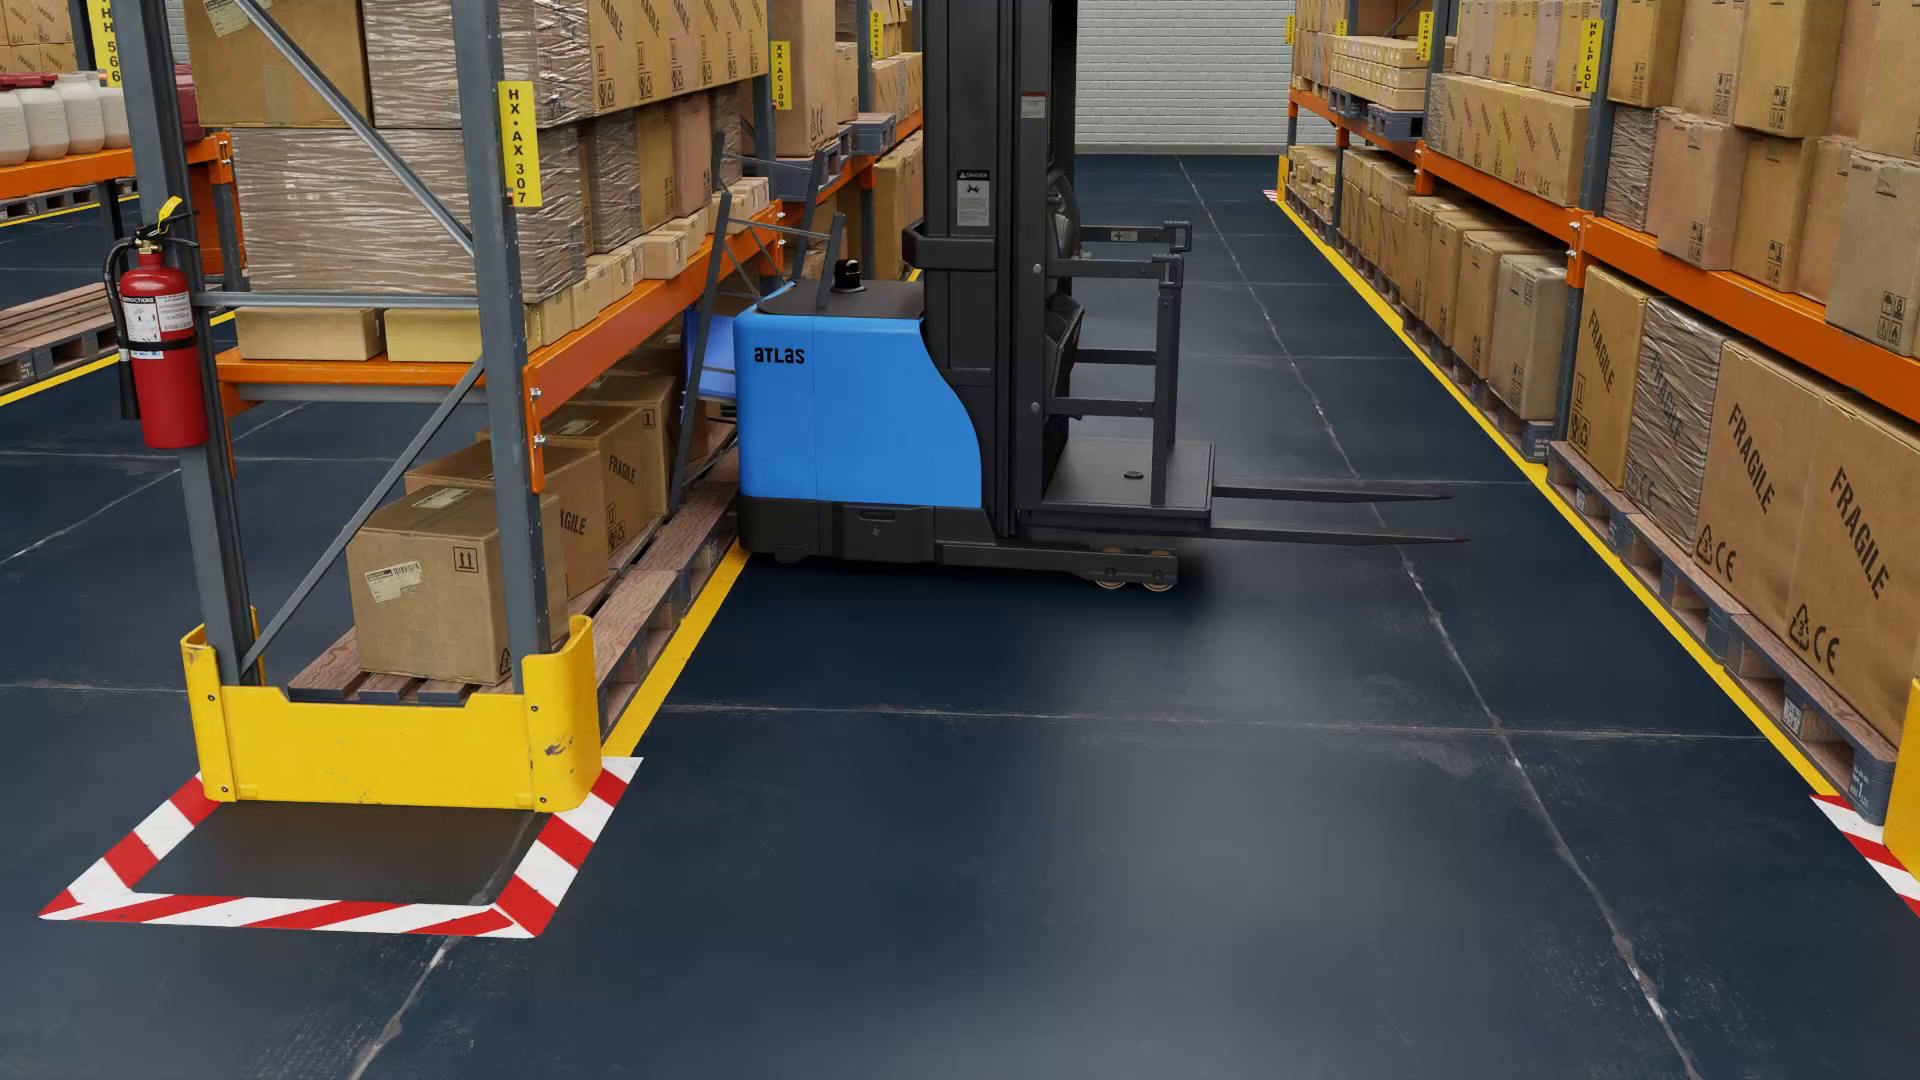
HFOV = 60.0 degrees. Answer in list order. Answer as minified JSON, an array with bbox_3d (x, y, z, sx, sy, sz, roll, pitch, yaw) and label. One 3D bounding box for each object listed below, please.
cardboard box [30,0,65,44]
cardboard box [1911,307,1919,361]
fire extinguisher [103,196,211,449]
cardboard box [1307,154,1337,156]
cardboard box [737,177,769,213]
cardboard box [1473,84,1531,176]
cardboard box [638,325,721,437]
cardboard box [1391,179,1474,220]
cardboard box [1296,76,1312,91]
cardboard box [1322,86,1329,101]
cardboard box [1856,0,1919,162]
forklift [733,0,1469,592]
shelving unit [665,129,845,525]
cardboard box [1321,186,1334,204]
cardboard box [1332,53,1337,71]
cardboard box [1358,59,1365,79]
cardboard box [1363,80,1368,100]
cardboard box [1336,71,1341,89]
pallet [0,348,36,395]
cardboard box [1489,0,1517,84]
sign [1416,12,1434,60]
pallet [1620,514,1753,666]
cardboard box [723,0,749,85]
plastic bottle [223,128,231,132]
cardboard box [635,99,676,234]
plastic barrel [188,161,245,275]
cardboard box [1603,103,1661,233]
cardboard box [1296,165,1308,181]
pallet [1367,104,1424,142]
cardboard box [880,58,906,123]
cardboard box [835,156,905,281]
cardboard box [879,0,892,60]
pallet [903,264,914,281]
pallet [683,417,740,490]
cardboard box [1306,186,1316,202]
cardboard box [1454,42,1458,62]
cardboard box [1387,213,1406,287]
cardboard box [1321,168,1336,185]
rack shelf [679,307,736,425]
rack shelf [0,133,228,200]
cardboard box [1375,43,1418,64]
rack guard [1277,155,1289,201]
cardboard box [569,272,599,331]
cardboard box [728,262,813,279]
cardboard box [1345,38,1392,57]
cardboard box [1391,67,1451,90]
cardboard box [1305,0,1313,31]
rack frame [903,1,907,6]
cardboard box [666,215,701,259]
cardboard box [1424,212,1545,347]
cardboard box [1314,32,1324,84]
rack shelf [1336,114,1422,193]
[{"bbox_3d":[-10.314,-5.749,18.383,0.500,0.500,0.500,2,18,6],"label":"cardboard box"},{"bbox_3d":[3.203,-0.702,4.506,0.875,0.550,0.550,1,18,4],"label":"cardboard box"},{"bbox_3d":[-2.186,-0.594,4.544,0.296,0.674,0.183,1,18,4],"label":"fire extinguisher"},{"bbox_3d":[3.982,-4.127,18.150,0.380,0.149,0.250,2,18,6],"label":"cardboard box"},{"bbox_3d":[-1.154,-1.706,8.215,0.380,0.149,0.250,1,18,4],"label":"cardboard box"},{"bbox_3d":[3.386,-2.444,9.903,0.500,0.500,0.500,1,18,3],"label":"cardboard box"},{"bbox_3d":[-1.500,-0.787,8.347,0.500,0.500,0.500,1,18,2],"label":"cardboard box"},{"bbox_3d":[3.583,-2.585,12.631,0.500,0.250,0.500,1,18,3],"label":"cardboard box"},{"bbox_3d":[3.969,-5.108,18.599,0.380,0.149,0.250,1,18,2],"label":"cardboard box"},{"bbox_3d":[3.890,-4.544,16.878,0.380,0.149,0.250,1,18,2],"label":"cardboard box"},{"bbox_3d":[3.234,-1.386,4.860,0.875,0.550,0.550,1,18,4],"label":"cardboard box"},{"bbox_3d":[0.617,-1.361,6.870,3.031,2.935,1.130,3,18,9],"label":"forklift"},{"bbox_3d":[-0.951,-0.920,7.417,0.538,1.500,1.048,8,26,-14],"label":"shelving unit"},{"bbox_3d":[3.794,-3.417,16.459,0.380,0.149,0.250,0,18,1],"label":"cardboard box"},{"bbox_3d":[3.595,-4.351,15.134,0.380,0.149,0.250,2,18,5],"label":"cardboard box"},{"bbox_3d":[3.485,-3.865,13.652,0.380,0.149,0.250,1,18,3],"label":"cardboard box"},{"bbox_3d":[3.469,-3.641,13.446,0.380,0.149,0.250,2,18,6],"label":"cardboard box"},{"bbox_3d":[3.581,-4.123,14.918,0.380,0.149,0.250,2,18,5],"label":"cardboard box"},{"bbox_3d":[-6.354,-0.929,9.919,1.003,0.211,1.213,1,18,4],"label":"pallet"},{"bbox_3d":[3.684,-3.066,10.196,0.700,0.500,0.500,1,18,3],"label":"cardboard box"},{"bbox_3d":[3.253,-3.521,11.618,0.100,0.325,0.005,1,18,4],"label":"sign"},{"bbox_3d":[3.291,0.183,6.526,1.003,0.211,1.213,1,18,4],"label":"pallet"},{"bbox_3d":[-1.224,-2.261,7.263,0.500,0.500,0.500,1,18,4],"label":"cardboard box"},{"bbox_3d":[-5.732,-3.320,12.936,0.152,0.276,0.135,1,18,4],"label":"plastic bottle"},{"bbox_3d":[-1.609,-1.483,6.492,0.875,0.500,0.500,1,18,4],"label":"cardboard box"},{"bbox_3d":[-6.067,-2.572,13.266,0.600,0.830,0.708,1,18,4],"label":"plastic barrel"},{"bbox_3d":[3.494,-1.713,7.593,0.875,0.550,0.550,1,18,4],"label":"cardboard box"},{"bbox_3d":[3.943,-4.074,18.464,0.380,0.149,0.250,2,18,6],"label":"cardboard box"},{"bbox_3d":[3.740,-3.131,12.470,1.213,0.211,1.003,1,18,4],"label":"pallet"},{"bbox_3d":[-0.733,-3.808,14.067,0.500,0.500,0.500,1,18,4],"label":"cardboard box"},{"bbox_3d":[-1.075,-2.545,13.110,1.225,0.875,0.875,0,18,1],"label":"cardboard box"},{"bbox_3d":[-0.985,-4.303,13.965,0.797,0.503,0.637,2,18,6],"label":"cardboard box"},{"bbox_3d":[-0.923,-2.437,14.521,1.003,0.211,1.213,1,18,4],"label":"pallet"},{"bbox_3d":[-1.444,-0.364,8.195,1.003,0.211,1.213,1,18,4],"label":"pallet"},{"bbox_3d":[3.914,-3.692,17.777,0.380,0.149,0.250,1,18,4],"label":"cardboard box"},{"bbox_3d":[4.097,-3.827,13.058,0.380,0.149,0.250,2,18,6],"label":"cardboard box"},{"bbox_3d":[3.582,-2.221,12.723,0.500,0.500,0.500,1,18,4],"label":"cardboard box"},{"bbox_3d":[3.837,-3.643,16.671,0.380,0.149,0.250,1,18,3],"label":"cardboard box"},{"bbox_3d":[-0.991,-0.762,7.492,0.538,0.185,1.000,8,26,-14],"label":"rack shelf"},{"bbox_3d":[-6.228,-2.288,10.745,1.077,0.370,4.000,1,18,4],"label":"rack shelf"},{"bbox_3d":[3.428,-3.766,12.874,0.380,0.149,0.250,2,18,6],"label":"cardboard box"},{"bbox_3d":[4.363,-4.272,19.658,1.175,0.500,0.348,1,18,4],"label":"rack guard"},{"bbox_3d":[-1.390,-0.775,5.373,0.380,0.149,0.250,1,18,4],"label":"cardboard box"},{"bbox_3d":[-1.273,-1.432,10.282,0.700,0.500,0.500,0,18,-1],"label":"cardboard box"},{"bbox_3d":[3.540,-4.248,14.344,0.380,0.149,0.250,1,18,3],"label":"cardboard box"},{"bbox_3d":[3.376,-3.384,12.184,0.380,0.149,0.250,2,18,5],"label":"cardboard box"},{"bbox_3d":[3.982,-5.696,17.745,0.500,0.500,0.500,1,18,3],"label":"cardboard box"},{"bbox_3d":[-0.571,-5.626,19.774,1.000,3.000,0.127,1,18,4],"label":"rack frame"},{"bbox_3d":[-1.276,-1.240,6.795,0.380,0.149,0.250,1,18,4],"label":"cardboard box"},{"bbox_3d":[3.602,-1.671,10.643,1.050,0.750,0.750,2,18,5],"label":"cardboard box"},{"bbox_3d":[3.910,-4.902,16.928,0.500,0.500,0.500,1,18,4],"label":"cardboard box"},{"bbox_3d":[3.939,-3.278,13.765,1.077,0.370,4.000,1,18,4],"label":"rack shelf"}]
